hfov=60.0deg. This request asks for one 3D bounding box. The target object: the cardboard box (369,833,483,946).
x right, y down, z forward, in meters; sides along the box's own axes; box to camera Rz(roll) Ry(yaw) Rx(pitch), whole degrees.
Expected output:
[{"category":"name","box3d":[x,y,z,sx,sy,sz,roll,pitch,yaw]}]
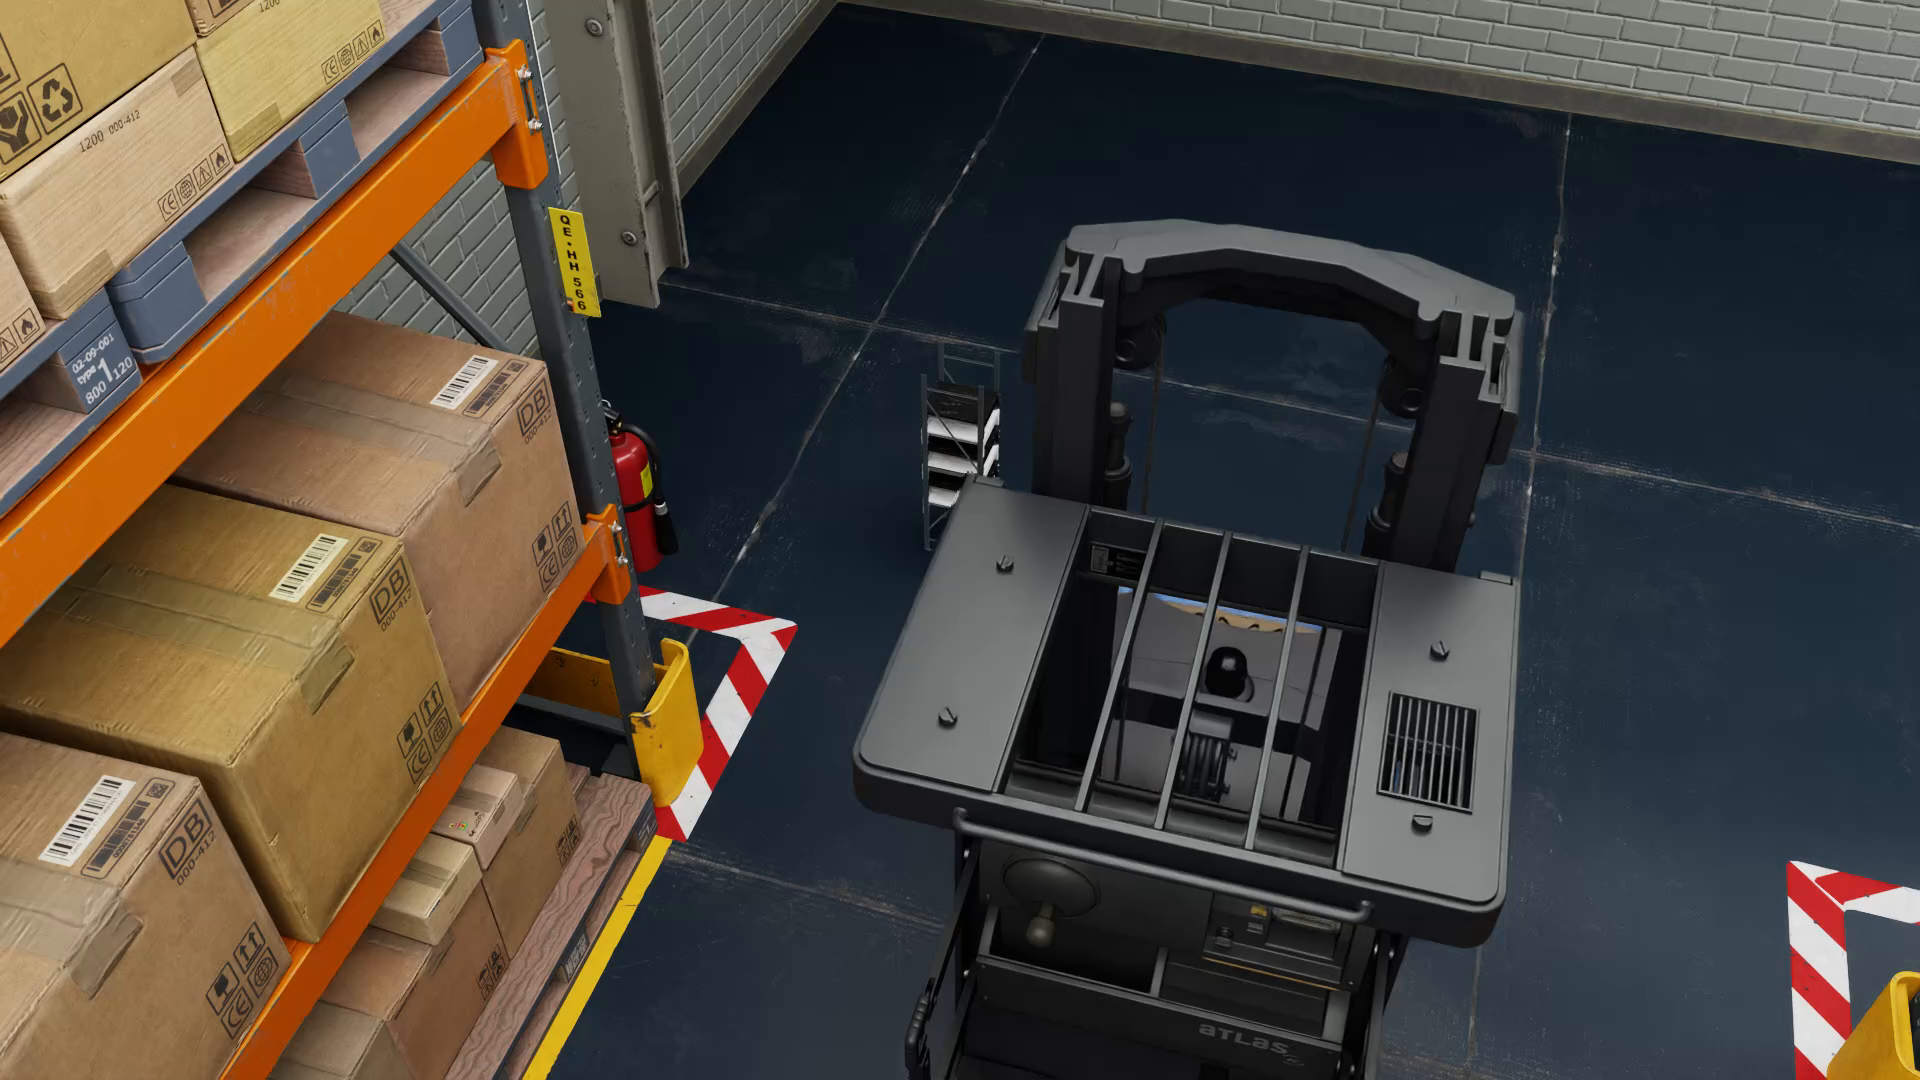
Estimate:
[{"category":"cardboard box","box3d":[-1.580,0.946,4.662,0.380,0.149,0.250,14,46,14]}]

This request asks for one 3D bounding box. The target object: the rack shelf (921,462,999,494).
[{"category":"rack shelf","box3d":[0.002,-0.239,6.527,0.258,0.077,0.200,13,46,13]}]

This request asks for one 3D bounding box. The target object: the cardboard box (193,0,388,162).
[{"category":"cardboard box","box3d":[-1.490,-1.008,3.226,0.500,0.250,0.500,14,46,14]}]

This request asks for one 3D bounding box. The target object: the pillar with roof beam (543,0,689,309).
[{"category":"pillar with roof beam","box3d":[2.575,-3.563,3.958,9.100,9.000,0.400,13,46,13]}]

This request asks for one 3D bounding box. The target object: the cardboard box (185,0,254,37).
[{"category":"cardboard box","box3d":[-1.483,-1.275,2.963,0.500,0.500,0.500,12,46,12]}]

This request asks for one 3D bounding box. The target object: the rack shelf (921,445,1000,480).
[{"category":"rack shelf","box3d":[0.002,-0.303,6.464,0.258,0.077,0.200,13,46,13]}]

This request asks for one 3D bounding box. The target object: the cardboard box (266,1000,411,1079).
[{"category":"cardboard box","box3d":[-1.941,1.552,4.506,0.700,0.500,0.500,11,45,11]}]

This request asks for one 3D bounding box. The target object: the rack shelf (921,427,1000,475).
[{"category":"rack shelf","box3d":[0.002,-0.368,6.401,0.258,0.077,0.200,13,46,13]}]

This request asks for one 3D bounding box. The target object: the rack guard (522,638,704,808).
[{"category":"rack guard","box3d":[-1.514,0.529,5.852,1.175,0.500,0.348,13,46,13]}]

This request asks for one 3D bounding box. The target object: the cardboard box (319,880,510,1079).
[{"category":"cardboard box","box3d":[-1.789,1.216,4.849,0.700,0.500,0.500,12,46,12]}]

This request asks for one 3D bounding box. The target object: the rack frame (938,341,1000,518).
[{"category":"rack frame","box3d":[0.033,-0.395,6.510,0.240,0.900,0.006,13,46,13]}]

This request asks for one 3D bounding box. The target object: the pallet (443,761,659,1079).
[{"category":"pallet","box3d":[-1.689,1.198,5.375,1.003,0.211,1.213,13,46,13]}]

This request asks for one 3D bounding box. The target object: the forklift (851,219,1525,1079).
[{"category":"forklift","box3d":[0.452,0.908,3.726,1.130,2.935,3.031,11,45,11]}]

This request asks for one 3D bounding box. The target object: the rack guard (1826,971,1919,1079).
[{"category":"rack guard","box3d":[3.178,1.643,4.714,1.175,0.500,0.348,13,46,13]}]

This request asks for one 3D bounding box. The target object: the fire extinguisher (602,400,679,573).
[{"category":"fire extinguisher","box3d":[-1.036,-0.190,5.121,0.296,0.674,0.183,13,46,13]}]

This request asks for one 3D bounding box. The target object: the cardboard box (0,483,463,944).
[{"category":"cardboard box","box3d":[-1.876,0.374,4.009,0.980,0.700,0.700,12,46,12]}]

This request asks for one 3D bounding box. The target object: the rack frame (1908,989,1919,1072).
[{"category":"rack frame","box3d":[3.201,0.699,3.891,1.000,3.000,0.127,13,46,13]}]

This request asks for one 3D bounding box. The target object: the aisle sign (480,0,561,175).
[{"category":"aisle sign","box3d":[-1.214,-1.262,4.036,0.394,0.787,0.004,13,46,13]}]

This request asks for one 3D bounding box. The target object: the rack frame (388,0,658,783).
[{"category":"rack frame","box3d":[-1.521,-0.348,4.961,1.000,3.000,0.127,13,46,13]}]

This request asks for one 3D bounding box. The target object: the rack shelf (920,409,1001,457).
[{"category":"rack shelf","box3d":[0.002,-0.432,6.338,0.258,0.077,0.200,13,46,13]}]

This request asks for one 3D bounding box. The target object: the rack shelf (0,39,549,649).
[{"category":"rack shelf","box3d":[-2.127,0.170,2.801,1.077,0.370,4.000,13,46,13]}]

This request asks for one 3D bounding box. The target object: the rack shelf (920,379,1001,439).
[{"category":"rack shelf","box3d":[0.002,-0.496,6.275,0.258,0.077,0.200,13,46,13]}]

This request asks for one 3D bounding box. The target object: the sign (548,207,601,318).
[{"category":"sign","box3d":[-1.008,-0.723,4.346,0.100,0.325,0.005,13,46,13]}]

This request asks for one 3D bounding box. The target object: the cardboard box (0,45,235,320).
[{"category":"cardboard box","box3d":[-1.647,-0.661,2.872,0.500,0.250,0.500,11,45,11]}]

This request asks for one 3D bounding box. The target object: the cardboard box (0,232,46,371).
[{"category":"cardboard box","box3d":[-1.800,-0.313,2.516,0.500,0.250,0.500,11,45,11]}]

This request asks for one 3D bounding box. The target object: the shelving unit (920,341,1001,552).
[{"category":"shelving unit","box3d":[0.002,-0.327,6.441,0.258,0.900,0.210,13,46,13]}]

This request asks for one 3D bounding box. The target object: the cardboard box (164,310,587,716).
[{"category":"cardboard box","box3d":[-1.666,-0.113,4.507,0.980,0.700,0.700,14,46,14]}]

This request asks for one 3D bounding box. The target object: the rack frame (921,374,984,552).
[{"category":"rack frame","box3d":[-0.028,-0.259,6.372,0.240,0.900,0.006,13,46,13]}]

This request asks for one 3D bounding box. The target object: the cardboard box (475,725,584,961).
[{"category":"cardboard box","box3d":[-1.638,0.883,5.190,0.700,0.500,0.500,13,46,13]}]

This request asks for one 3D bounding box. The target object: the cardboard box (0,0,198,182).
[{"category":"cardboard box","box3d":[-1.645,-0.944,2.624,0.500,0.500,0.500,14,46,14]}]

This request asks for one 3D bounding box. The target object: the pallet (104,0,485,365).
[{"category":"pallet","box3d":[-1.736,-0.892,3.435,1.003,0.211,1.213,13,46,13]}]

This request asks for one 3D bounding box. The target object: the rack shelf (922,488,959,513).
[{"category":"rack shelf","box3d":[0.002,-0.175,6.590,0.258,0.077,0.200,13,46,13]}]

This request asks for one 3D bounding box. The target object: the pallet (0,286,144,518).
[{"category":"pallet","box3d":[-2.104,-0.076,2.602,1.003,0.211,1.213,13,46,13]}]

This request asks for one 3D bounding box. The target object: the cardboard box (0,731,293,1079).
[{"category":"cardboard box","box3d":[-2.116,0.880,3.491,0.980,0.700,0.700,10,45,11]}]

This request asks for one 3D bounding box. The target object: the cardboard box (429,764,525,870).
[{"category":"cardboard box","box3d":[-1.503,0.775,4.836,0.380,0.149,0.250,12,46,12]}]

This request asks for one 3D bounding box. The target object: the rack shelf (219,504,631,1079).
[{"category":"rack shelf","box3d":[-2.127,1.242,3.850,1.077,0.370,4.000,13,46,13]}]
